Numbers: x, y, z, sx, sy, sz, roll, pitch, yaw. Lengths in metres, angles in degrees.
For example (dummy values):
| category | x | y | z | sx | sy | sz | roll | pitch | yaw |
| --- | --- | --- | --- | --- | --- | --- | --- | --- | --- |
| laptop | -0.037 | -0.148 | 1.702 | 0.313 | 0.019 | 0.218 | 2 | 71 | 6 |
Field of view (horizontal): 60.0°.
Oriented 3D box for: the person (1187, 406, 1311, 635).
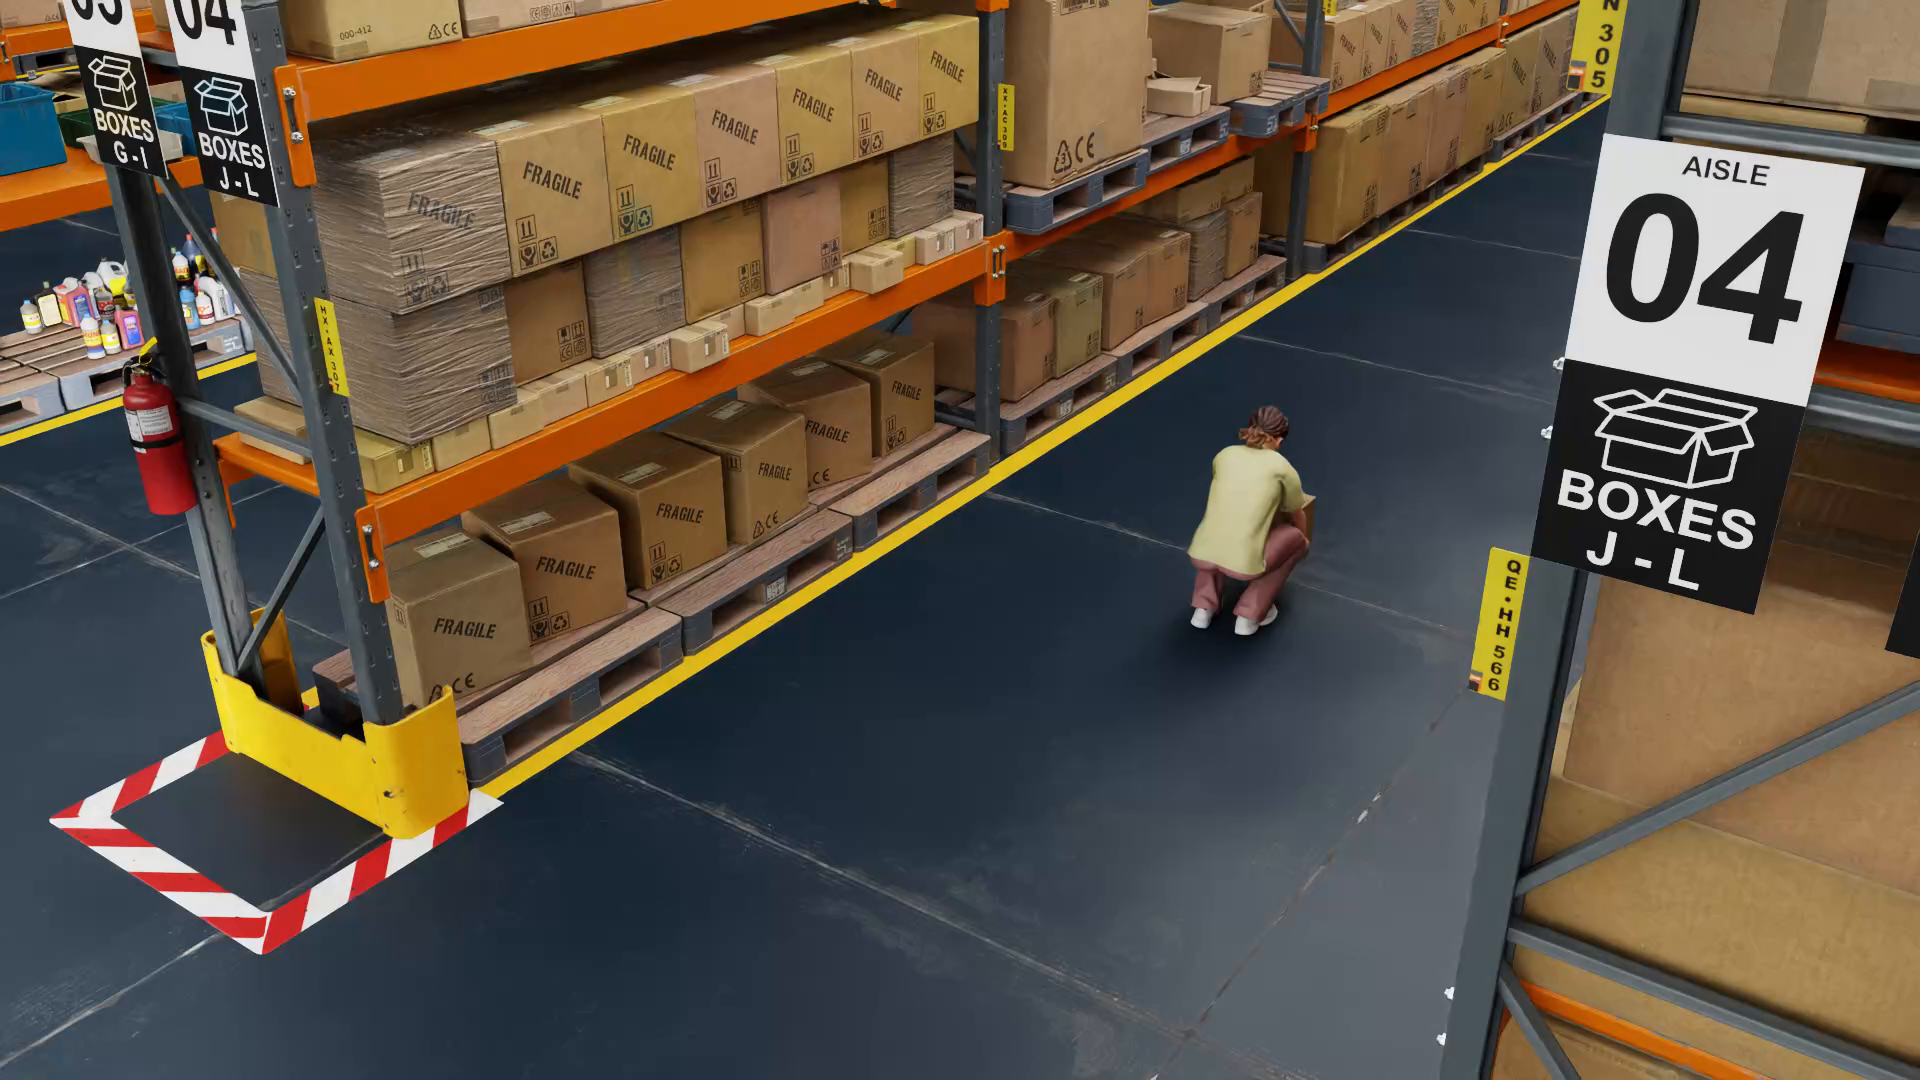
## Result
| category | x | y | z | sx | sy | sz | roll | pitch | yaw |
| --- | --- | --- | --- | --- | --- | --- | --- | --- | --- |
| person | 1.324 | -0.089 | 7.609 | 0.460 | 0.943 | 0.807 | 17 | 31 | 29 |
